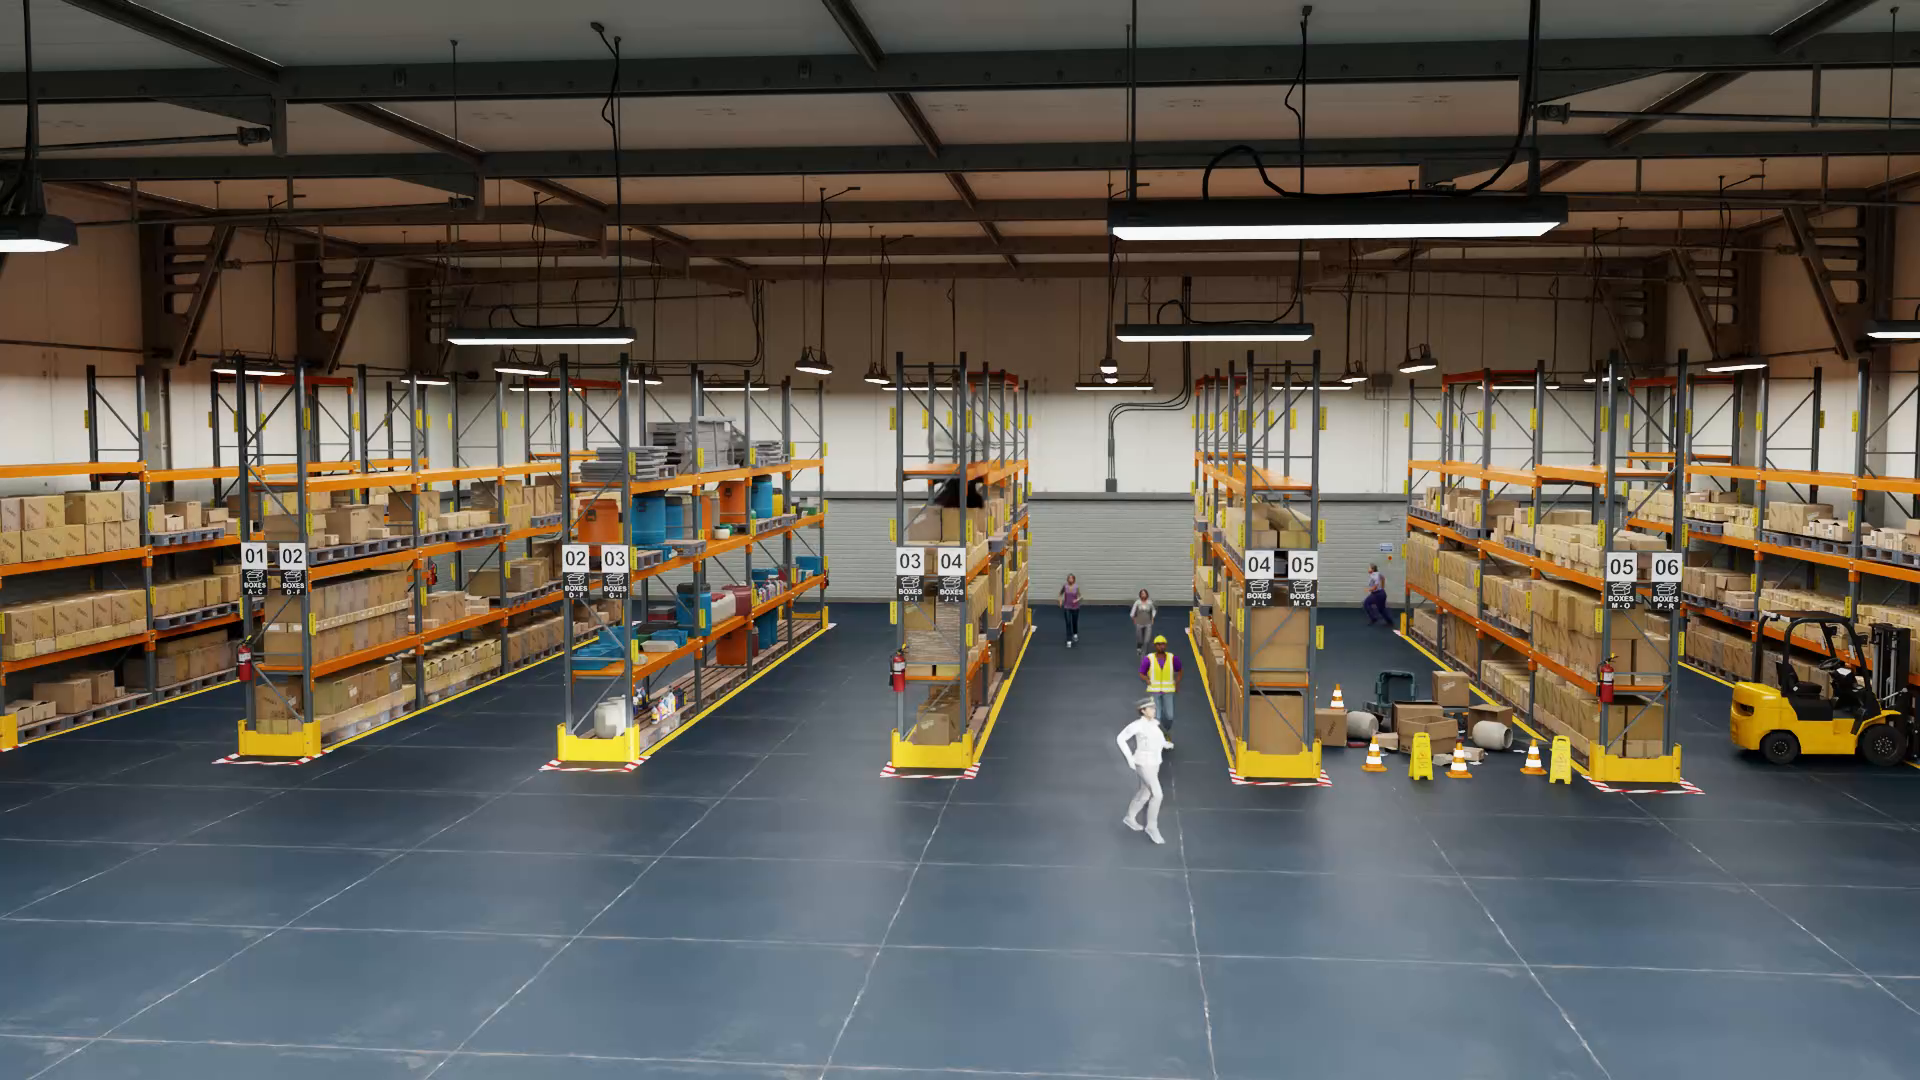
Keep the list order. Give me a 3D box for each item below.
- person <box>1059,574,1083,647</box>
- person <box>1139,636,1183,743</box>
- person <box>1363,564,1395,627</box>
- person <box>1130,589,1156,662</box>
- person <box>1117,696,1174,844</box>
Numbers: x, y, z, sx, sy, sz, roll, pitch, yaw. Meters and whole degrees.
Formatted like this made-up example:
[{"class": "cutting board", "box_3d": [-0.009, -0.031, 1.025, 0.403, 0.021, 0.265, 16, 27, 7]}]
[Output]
[{"class": "person", "box_3d": [2.492, 1.554, 37.296, 0.556, 1.616, 0.766, 1, 4, 8]}, {"class": "person", "box_3d": [3.081, 2.325, 25.412, 0.688, 1.721, 0.582, 0, 4, 2]}, {"class": "person", "box_3d": [10.196, 1.357, 40.420, 0.758, 1.545, 0.628, 1, 4, 12]}, {"class": "person", "box_3d": [3.793, 1.789, 34.369, 0.543, 1.574, 0.694, 0, 4, 1]}, {"class": "person", "box_3d": [2.254, 2.740, 19.972, 0.723, 1.750, 0.584, 3, 5, 39]}]
